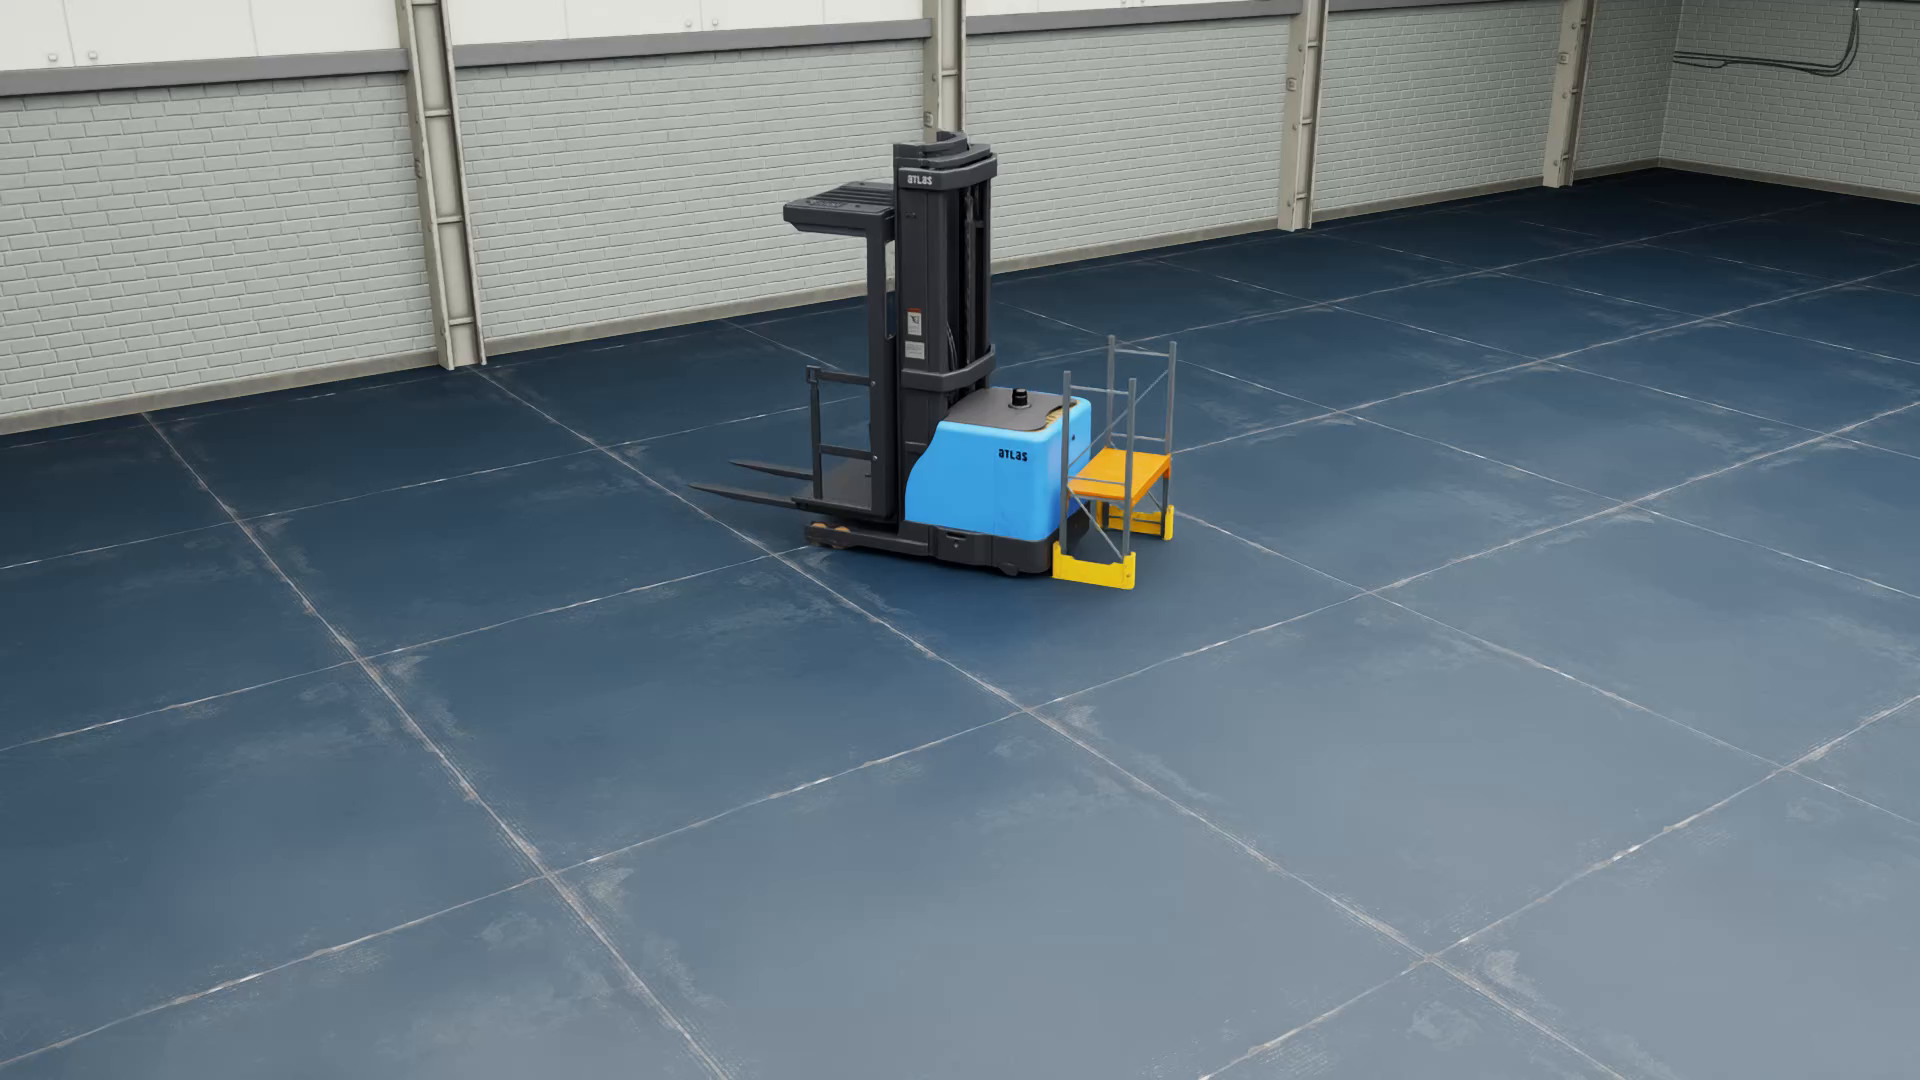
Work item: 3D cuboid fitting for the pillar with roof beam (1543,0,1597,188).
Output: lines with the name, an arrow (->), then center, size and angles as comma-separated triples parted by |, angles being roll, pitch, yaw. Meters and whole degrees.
pillar with roof beam -> 12.075, -8.571, 21.733 | 0.400, 9.000, 9.100 | -15, 26, -33

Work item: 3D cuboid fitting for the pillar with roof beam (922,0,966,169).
pillar with roof beam -> 2.334, -5.973, 15.224 | 0.400, 9.000, 9.100 | -15, 26, -33

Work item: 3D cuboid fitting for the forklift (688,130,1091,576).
forklift -> -0.593, -1.458, 12.095 | 3.031, 2.935, 1.130 | 10, 24, 23

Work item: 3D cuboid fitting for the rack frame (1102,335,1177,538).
rack frame -> 1.315, -0.752, 12.258 | 0.500, 1.500, 0.032 | 9, 23, 20

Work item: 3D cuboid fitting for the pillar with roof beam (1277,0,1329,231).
pillar with roof beam -> 7.205, -7.272, 18.478 | 0.400, 9.000, 9.100 | -15, 26, -33

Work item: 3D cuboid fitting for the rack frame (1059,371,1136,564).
rack frame -> 0.932, -0.403, 11.383 | 0.500, 1.500, 0.032 | 9, 23, 20

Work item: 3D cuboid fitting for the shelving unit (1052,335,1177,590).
shelving unit -> 1.120, -0.575, 11.813 | 0.587, 1.500, 1.083 | 9, 23, 20

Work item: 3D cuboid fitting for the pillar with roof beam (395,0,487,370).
pillar with roof beam -> -2.536, -4.675, 11.969 | 0.400, 9.000, 9.100 | -15, 26, -33

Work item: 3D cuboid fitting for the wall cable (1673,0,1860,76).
wall cable -> 12.725, -8.663, 26.155 | 0.112, 2.526, 3.097 | -15, 26, -33

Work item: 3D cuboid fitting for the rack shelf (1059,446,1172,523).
rack shelf -> 1.123, -0.411, 11.887 | 0.538, 0.185, 1.000 | 9, 23, 20

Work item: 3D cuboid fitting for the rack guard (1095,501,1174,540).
rack guard -> 1.307, -0.165, 12.473 | 0.587, 0.250, 0.087 | 9, 23, 20

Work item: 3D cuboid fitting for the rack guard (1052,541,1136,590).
rack guard -> 0.933, 0.177, 11.616 | 0.587, 0.250, 0.087 | 9, 23, 20
